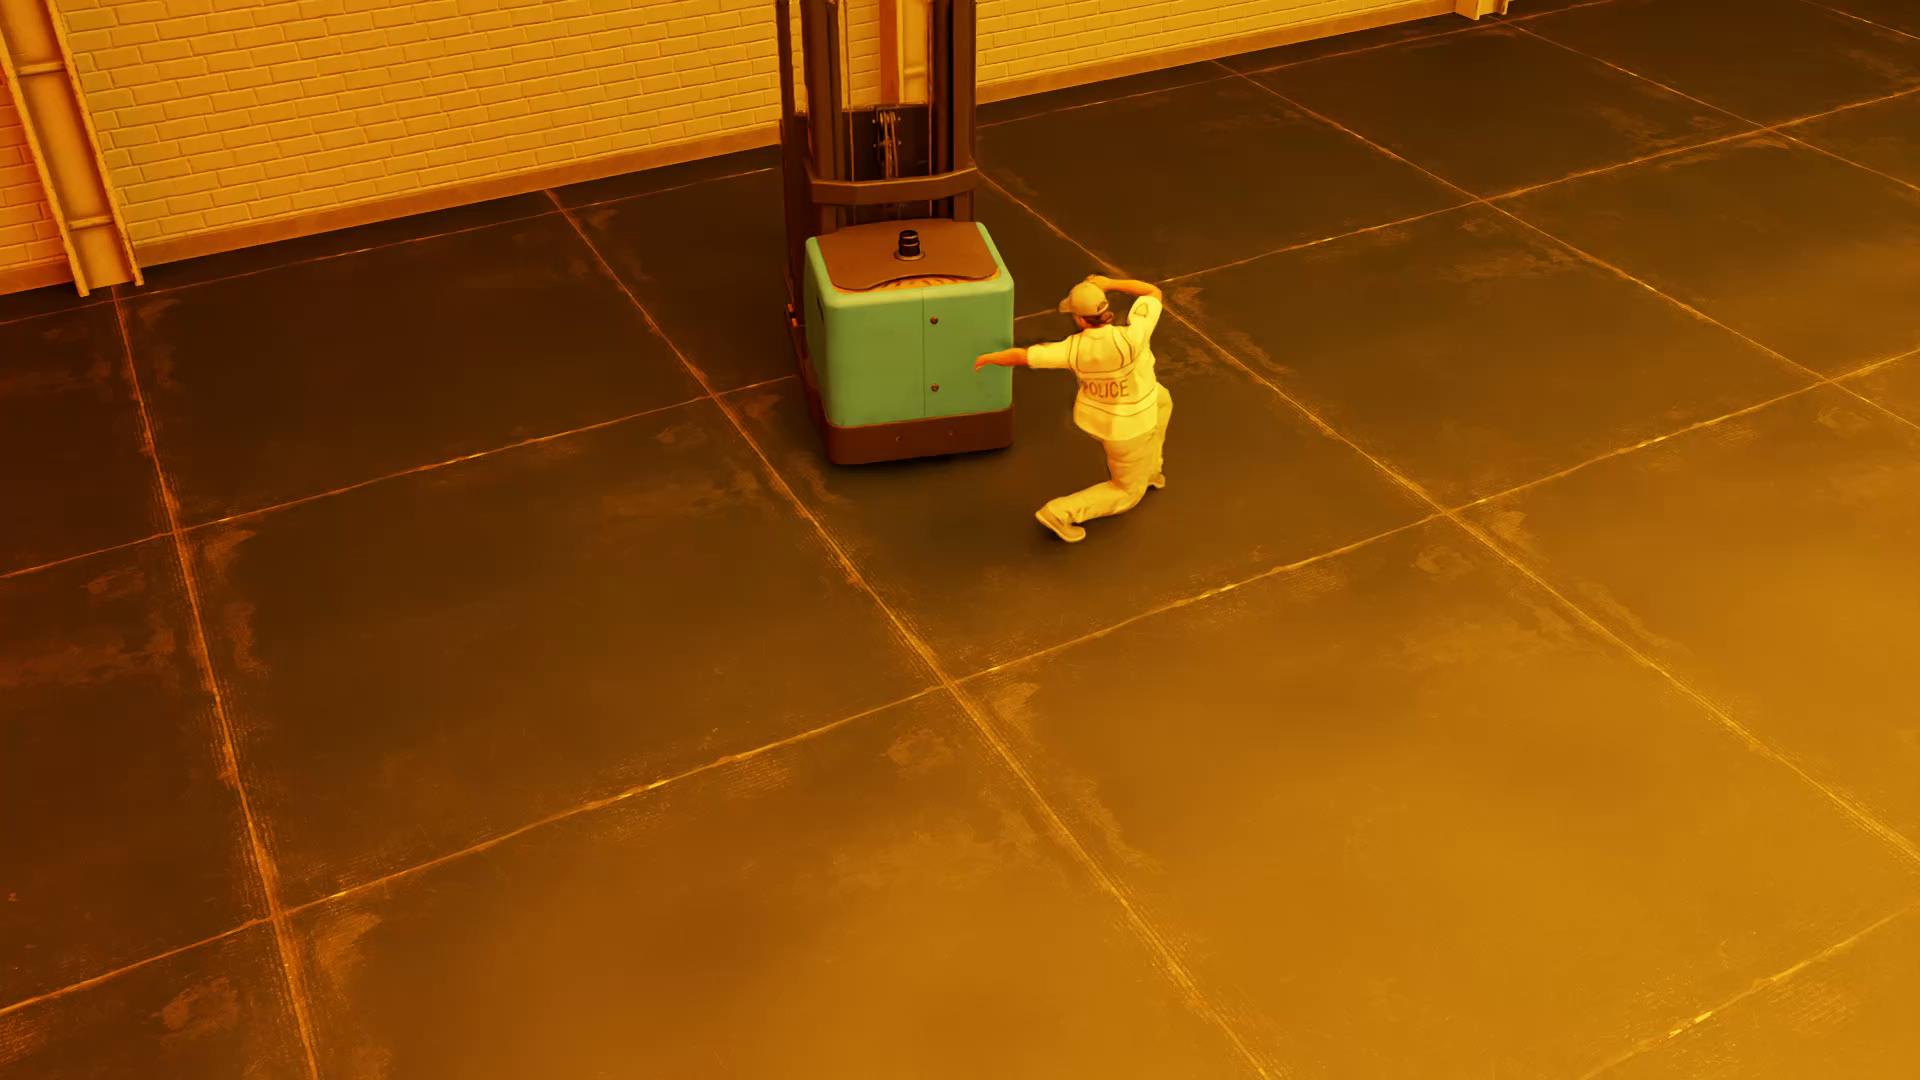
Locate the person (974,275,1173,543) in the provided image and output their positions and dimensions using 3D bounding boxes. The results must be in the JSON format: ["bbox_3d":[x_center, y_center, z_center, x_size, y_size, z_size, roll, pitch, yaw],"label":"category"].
[{"bbox_3d":[0.645,-0.782,8.591,0.929,1.386,0.922,-29,44,-34],"label":"person"}]

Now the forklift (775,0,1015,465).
[{"bbox_3d":[-0.504,-2.453,9.594,1.130,2.935,3.031,-7,36,-10],"label":"forklift"}]
